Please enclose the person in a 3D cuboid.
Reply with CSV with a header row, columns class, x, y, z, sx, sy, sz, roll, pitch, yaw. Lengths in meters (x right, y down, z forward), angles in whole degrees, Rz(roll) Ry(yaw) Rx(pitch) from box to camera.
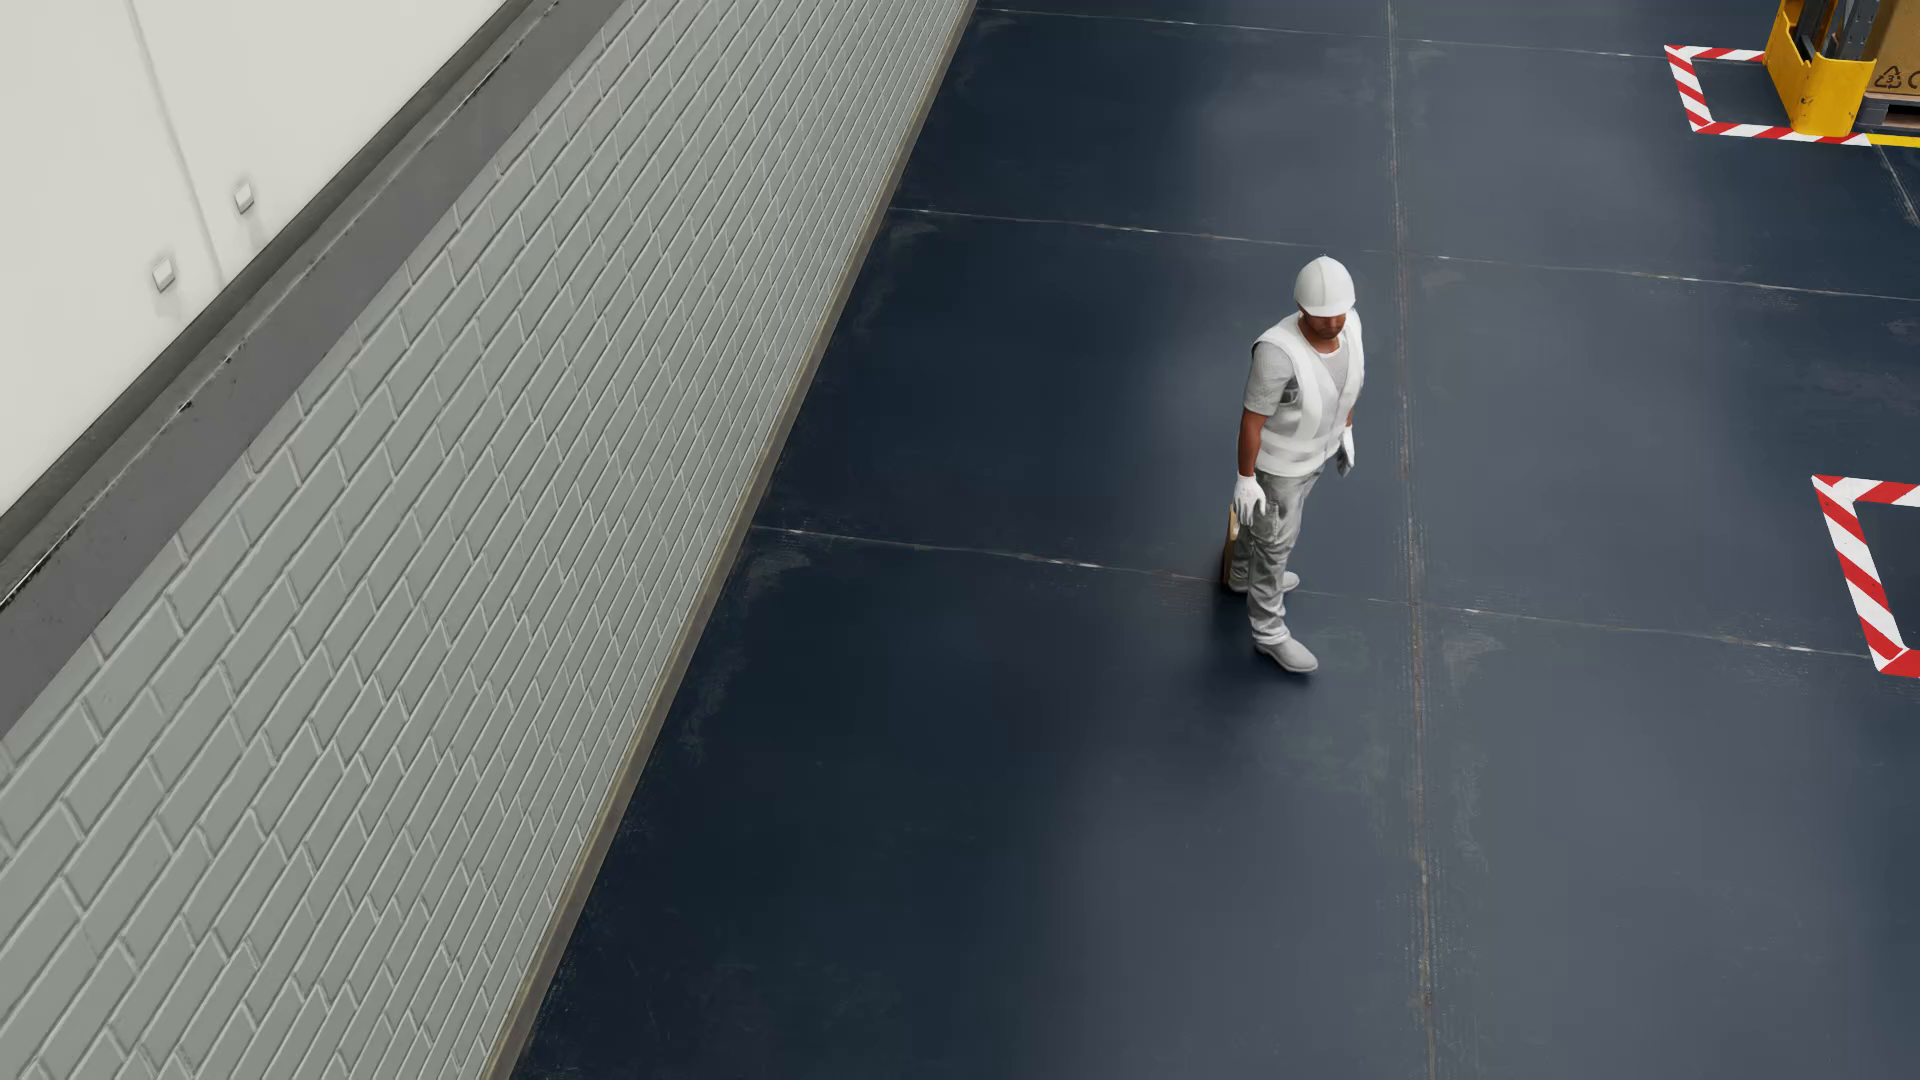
class,x,y,z,sx,sy,sz,roll,pitch,yaw
person,1.315,-0.307,6.475,0.611,1.784,0.634,30,49,31
